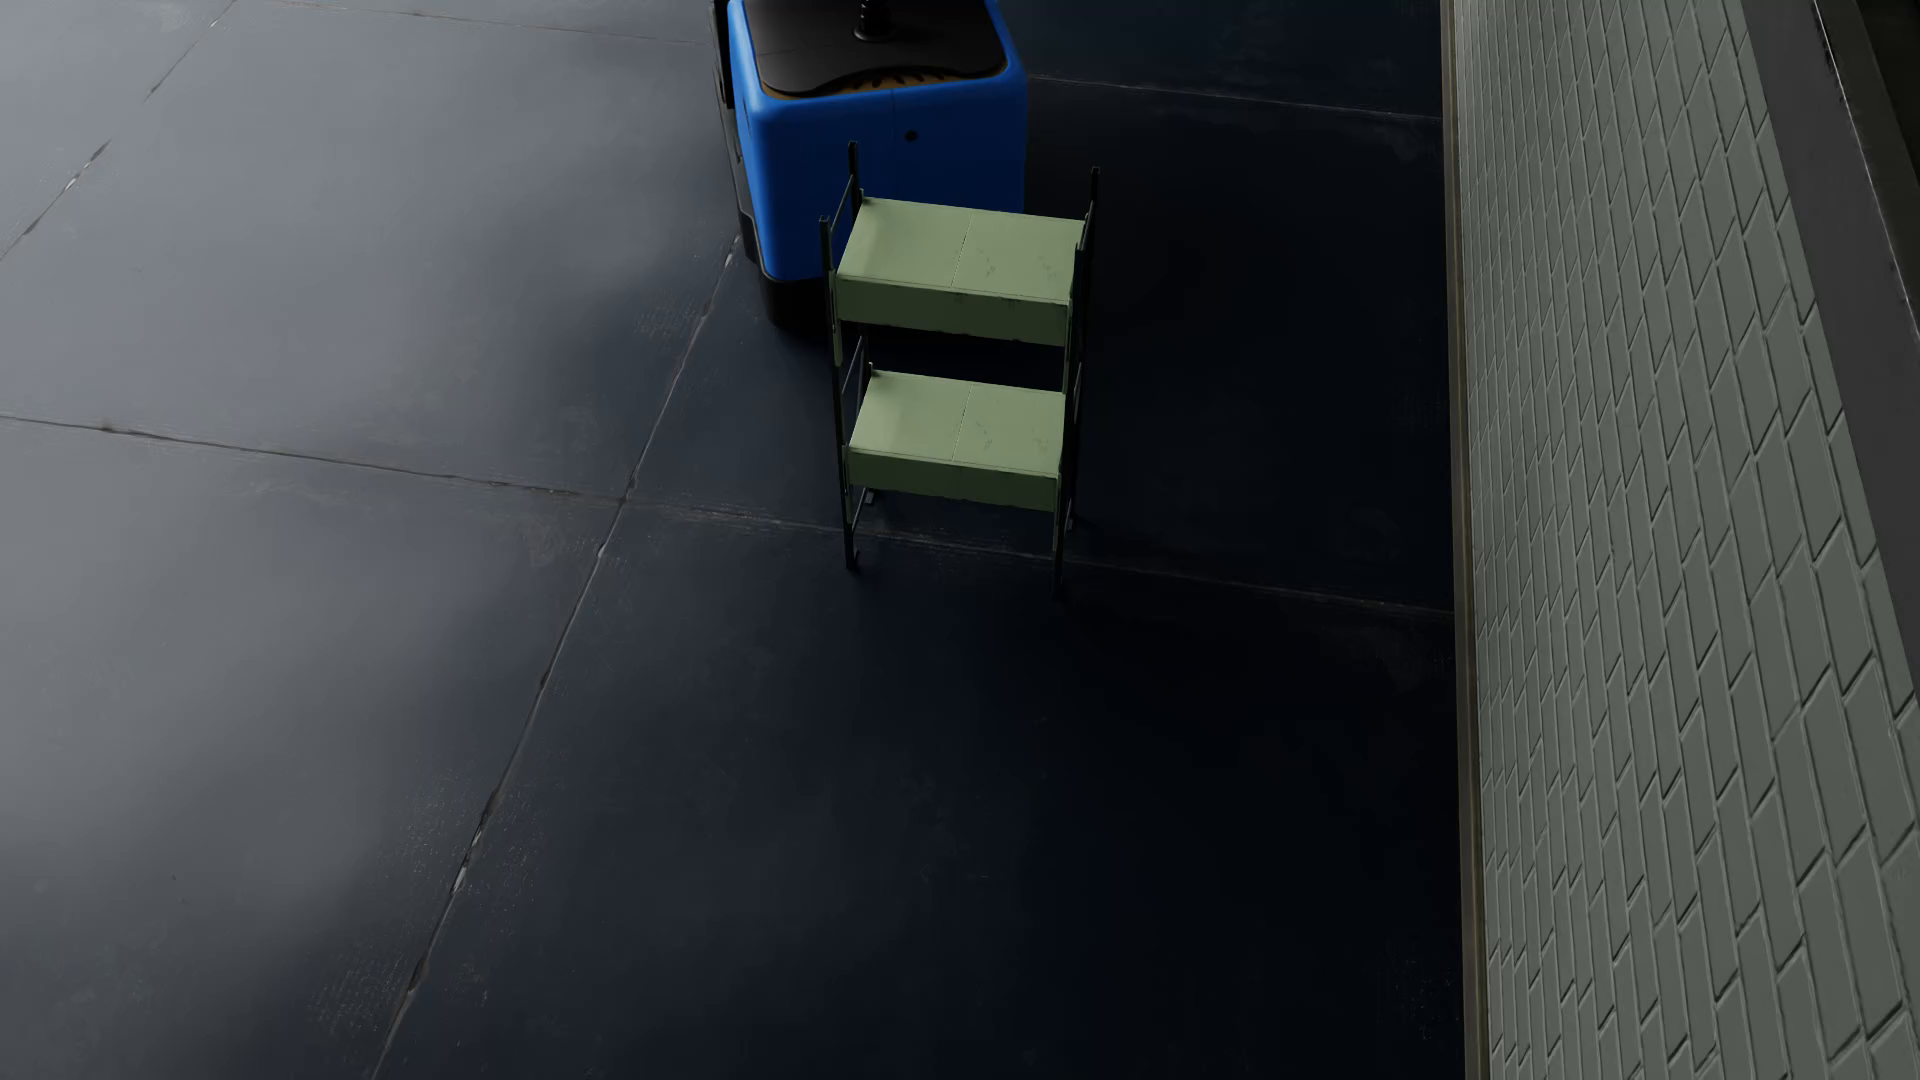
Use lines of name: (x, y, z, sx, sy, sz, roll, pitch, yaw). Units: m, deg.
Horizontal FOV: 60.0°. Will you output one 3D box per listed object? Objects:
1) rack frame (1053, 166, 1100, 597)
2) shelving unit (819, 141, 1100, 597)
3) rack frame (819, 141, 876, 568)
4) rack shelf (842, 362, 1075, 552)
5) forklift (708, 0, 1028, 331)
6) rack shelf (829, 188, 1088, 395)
rack frame: (0.367, -0.452, 5.325, 0.023, 1.500, 0.400, 8, 49, 7)
shelving unit: (0.007, -0.500, 5.368, 0.755, 1.500, 0.431, 8, 49, 7)
rack frame: (-0.354, -0.549, 5.412, 0.023, 1.500, 0.400, 8, 49, 7)
rack shelf: (0.007, -0.283, 5.611, 0.720, 0.370, 0.431, 8, 49, 7)
forklift: (-0.535, -2.926, 6.585, 1.130, 2.935, 3.031, -9, 49, -8)
rack shelf: (0.007, -0.761, 5.078, 0.720, 0.370, 0.431, 8, 49, 7)
